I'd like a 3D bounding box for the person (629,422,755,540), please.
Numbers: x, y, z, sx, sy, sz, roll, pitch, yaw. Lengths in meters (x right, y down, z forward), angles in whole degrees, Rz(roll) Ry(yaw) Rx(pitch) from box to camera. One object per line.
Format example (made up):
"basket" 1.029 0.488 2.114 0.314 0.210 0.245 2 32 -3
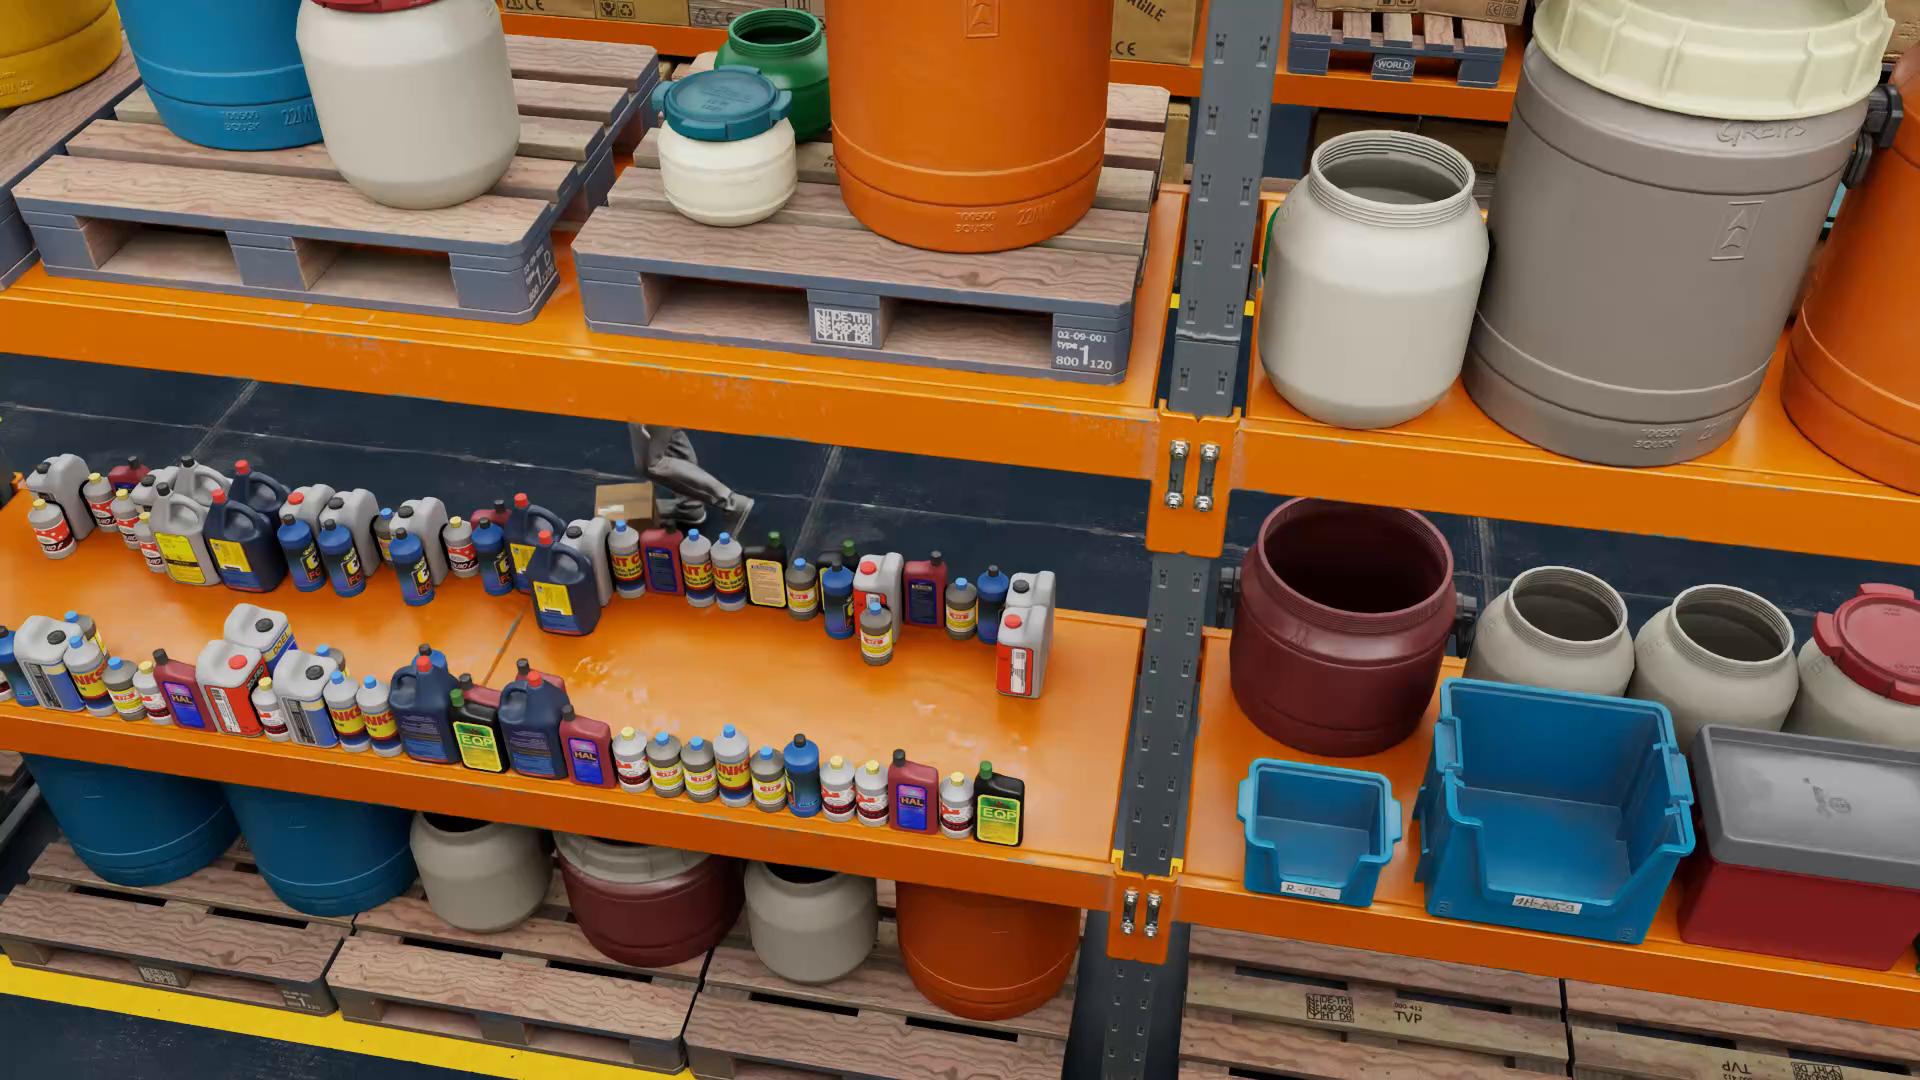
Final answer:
"person" -1.144 -0.661 6.883 0.618 1.666 0.500 12 42 14
